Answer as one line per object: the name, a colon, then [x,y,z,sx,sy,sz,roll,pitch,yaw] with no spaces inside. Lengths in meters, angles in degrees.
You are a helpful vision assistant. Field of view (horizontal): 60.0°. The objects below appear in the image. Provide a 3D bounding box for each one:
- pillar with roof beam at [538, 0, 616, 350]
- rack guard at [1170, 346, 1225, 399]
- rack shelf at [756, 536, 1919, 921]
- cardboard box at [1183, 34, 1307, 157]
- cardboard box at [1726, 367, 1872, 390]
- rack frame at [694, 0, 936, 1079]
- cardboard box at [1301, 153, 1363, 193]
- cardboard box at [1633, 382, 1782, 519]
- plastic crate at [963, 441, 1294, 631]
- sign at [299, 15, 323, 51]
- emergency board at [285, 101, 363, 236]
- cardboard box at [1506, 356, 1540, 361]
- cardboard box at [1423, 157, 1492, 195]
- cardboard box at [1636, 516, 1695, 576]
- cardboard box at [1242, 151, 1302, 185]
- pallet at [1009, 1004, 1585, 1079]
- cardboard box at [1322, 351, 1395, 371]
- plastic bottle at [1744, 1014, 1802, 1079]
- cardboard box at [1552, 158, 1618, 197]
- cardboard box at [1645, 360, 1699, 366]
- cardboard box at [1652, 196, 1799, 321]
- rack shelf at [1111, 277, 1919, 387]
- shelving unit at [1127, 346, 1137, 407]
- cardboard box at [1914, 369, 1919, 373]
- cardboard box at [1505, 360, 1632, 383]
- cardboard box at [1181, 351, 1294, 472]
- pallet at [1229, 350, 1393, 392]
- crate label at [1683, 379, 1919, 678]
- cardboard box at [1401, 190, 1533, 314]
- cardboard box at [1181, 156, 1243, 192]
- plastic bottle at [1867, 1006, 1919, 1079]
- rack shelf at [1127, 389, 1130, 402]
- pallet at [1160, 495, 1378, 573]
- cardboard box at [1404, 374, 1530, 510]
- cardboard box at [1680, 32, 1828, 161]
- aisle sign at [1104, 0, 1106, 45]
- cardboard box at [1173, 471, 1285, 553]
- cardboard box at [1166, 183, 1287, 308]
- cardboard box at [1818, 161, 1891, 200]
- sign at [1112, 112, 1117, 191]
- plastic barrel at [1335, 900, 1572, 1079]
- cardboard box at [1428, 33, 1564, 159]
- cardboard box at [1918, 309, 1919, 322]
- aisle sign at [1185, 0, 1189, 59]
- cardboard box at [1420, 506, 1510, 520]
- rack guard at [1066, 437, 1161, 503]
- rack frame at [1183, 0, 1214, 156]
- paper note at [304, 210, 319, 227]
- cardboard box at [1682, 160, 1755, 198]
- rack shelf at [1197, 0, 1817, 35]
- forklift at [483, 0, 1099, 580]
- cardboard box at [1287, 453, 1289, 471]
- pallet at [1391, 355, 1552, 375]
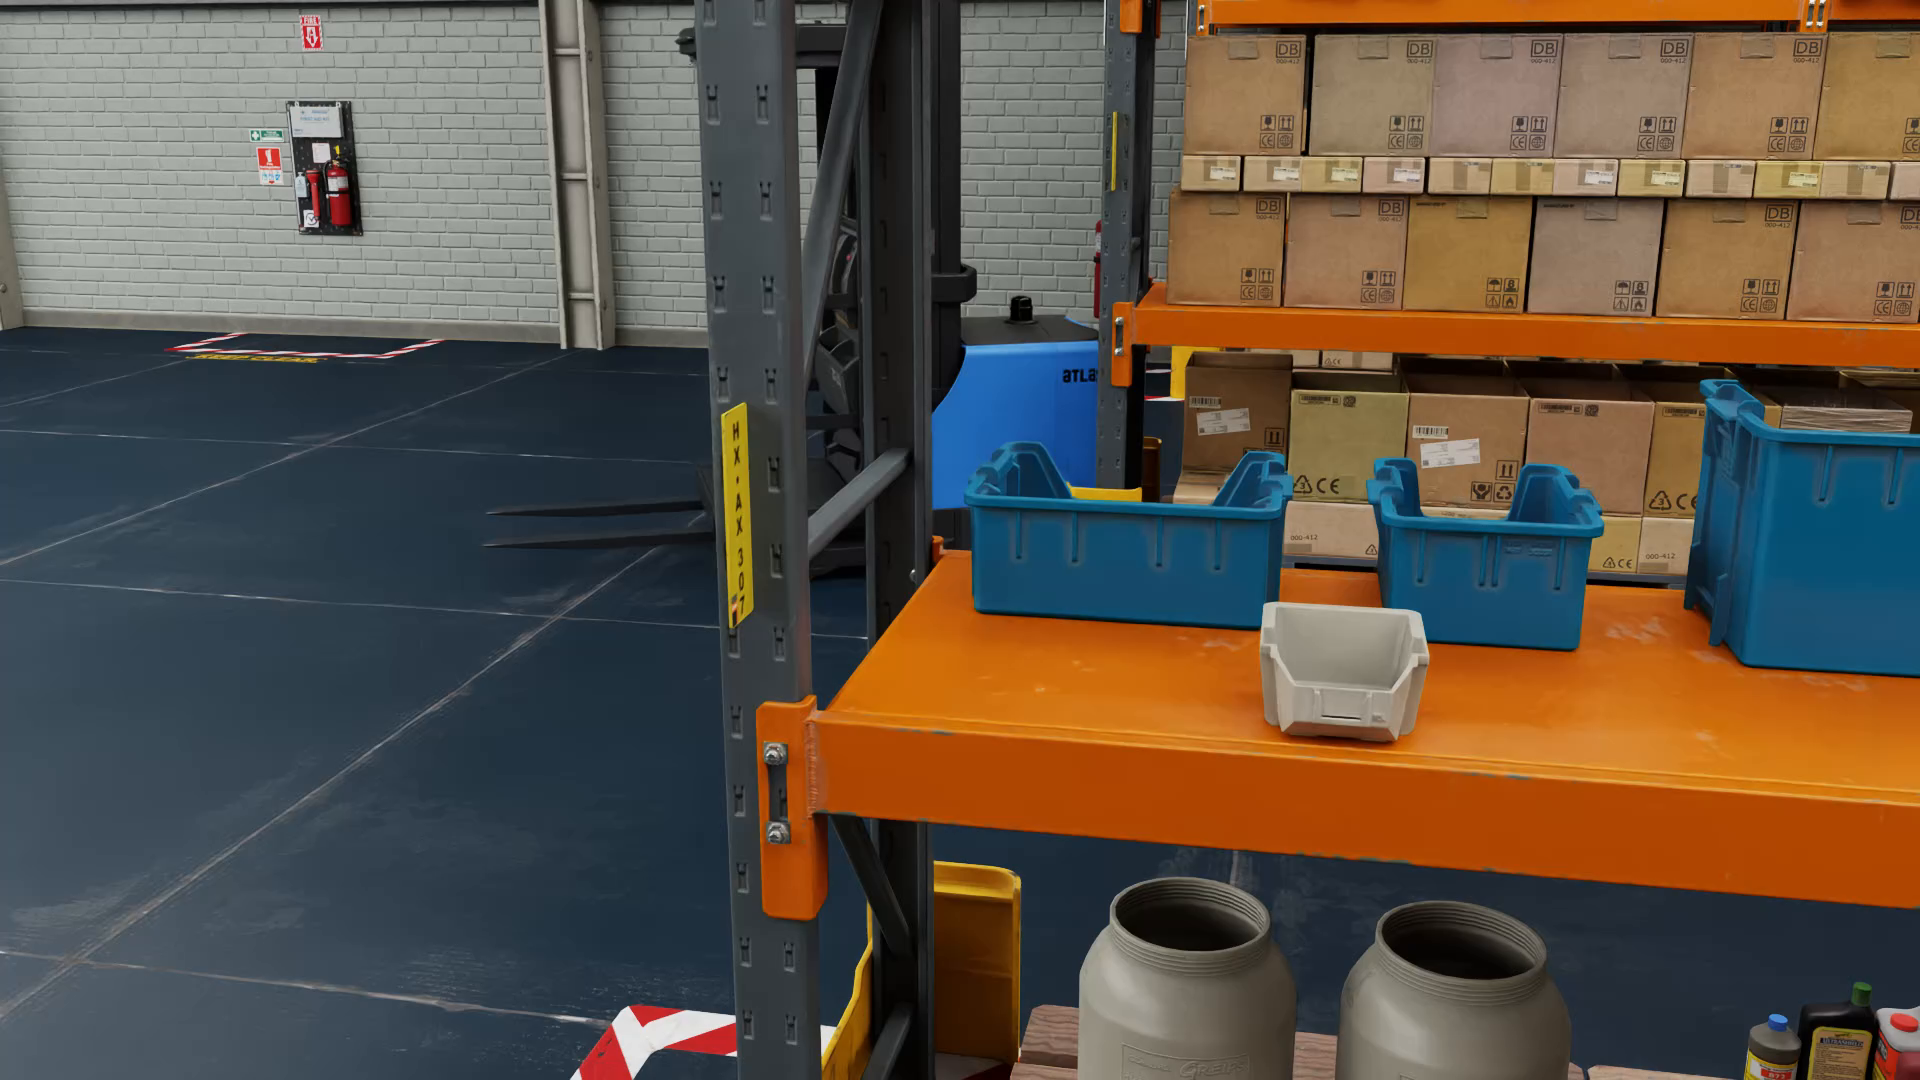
pillar with roof beam: [-4.123,-4.912,9.366,0.400,9.000,9.100,3,16,11]
rack guard: [1.831,-1.430,12.717,0.348,0.500,1.175,3,16,11]
rack shelf: [1.742,0.406,2.754,4.000,0.370,1.077,3,16,11]
cardboard box: [1.280,-1.985,7.420,0.500,0.500,0.700,3,16,11]
cardboard box: [3.809,-0.499,7.635,0.500,0.500,0.500,3,16,11]
rack frame: [-0.218,-0.047,3.042,0.127,3.000,1.000,3,16,11]
cardboard box: [1.618,-1.599,7.243,0.250,0.149,0.380,3,16,11]
cardboard box: [3.216,-0.391,7.244,0.500,0.500,0.500,3,16,11]
plastic crate: [0.332,-0.027,3.248,0.616,0.251,0.499,3,16,11]
sign: [-5.667,-4.432,14.529,0.199,0.298,0.001,3,16,11]
emergency board: [-5.679,-3.288,14.743,0.643,1.169,0.194,3,16,11]
cardboard box: [4.113,-1.354,12.277,0.250,0.149,0.380,2,16,7]
cardboard box: [2.126,-1.571,7.143,0.250,0.149,0.380,3,16,9]
cardboard box: [3.214,-0.026,7.332,0.500,0.250,0.500,3,16,11]
cardboard box: [1.442,-1.719,7.676,0.250,0.149,0.380,4,16,12]
pallet: [0.661,1.333,3.283,1.213,0.211,1.003,3,16,11]
cardboard box: [2.975,-1.464,12.371,0.500,0.311,0.500,4,16,16]
plastic bottle: [1.669,1.073,3.418,0.097,0.201,0.097,0,15,0]
cardboard box: [2.620,-1.544,7.044,0.250,0.149,0.380,3,16,12]
cardboard box: [5.146,-1.293,12.023,0.250,0.166,0.380,1,16,4]
cardboard box: [3.247,-1.254,7.212,0.500,0.500,0.700,3,16,12]
rack shelf: [2.733,-0.889,7.431,4.000,0.370,1.077,3,16,11]
shelving unit: [0.695,-0.524,8.318,0.210,0.900,0.258,9,16,0]
cardboard box: [6.917,-1.384,11.727,0.500,0.500,0.700,3,16,10]
cardboard box: [2.830,-0.554,7.832,0.500,0.500,0.500,3,16,11]
cardboard box: [1.358,-0.630,8.108,0.500,0.500,0.500,3,16,11]
pallet: [2.620,-1.238,12.566,1.213,0.211,1.003,3,16,11]
crate label: [1.640,-0.037,2.939,0.616,0.435,0.502,3,16,11]
cardboard box: [2.229,-1.308,7.407,0.500,0.500,0.700,3,16,11]
cardboard box: [1.114,-1.626,7.340,0.250,0.149,0.380,3,16,11]
plastic bottle: [1.911,1.057,3.334,0.135,0.276,0.152,3,16,12]
rack shelf: [0.730,-0.749,8.252,0.200,0.077,0.258,9,16,0]
pallet: [1.530,0.031,7.984,1.213,0.211,1.003,3,16,11]
cardboard box: [2.237,-0.445,7.439,0.500,0.500,0.500,3,16,11]
cardboard box: [3.270,-1.878,7.036,0.500,0.500,0.700,3,16,11]
aisle sign: [0.647,-2.518,7.095,0.004,0.787,0.394,3,16,11]
cardboard box: [1.254,-0.133,7.717,0.500,0.250,0.500,3,16,11]
cardboard box: [1.228,-1.362,7.604,0.500,0.500,0.700,3,16,11]
cardboard box: [3.627,-1.489,6.847,0.250,0.149,0.380,3,16,11]
sign: [0.656,-1.653,7.070,0.005,0.325,0.100,3,16,11]
plastic barrel: [0.933,0.992,3.167,0.421,0.512,0.421,0,15,0]
cardboard box: [2.290,-1.932,7.228,0.500,0.500,0.700,3,16,11]
cardboard box: [4.256,-1.200,7.017,0.500,0.500,0.700,3,16,10]
aisle sign: [1.626,-3.817,11.781,0.004,0.787,0.394,3,16,11]
cardboard box: [2.235,-0.080,7.528,0.500,0.250,0.500,3,16,11]
rack guard: [0.749,-0.139,8.057,0.348,0.500,1.175,3,16,11]
rack frame: [1.756,-2.638,12.398,0.127,3.000,1.000,3,16,11]
paper note: [-5.839,-2.891,14.960,0.142,0.148,0.016,3,16,11]
cardboard box: [3.139,-1.517,6.946,0.250,0.149,0.380,4,16,13]
rack shelf: [3.716,-3.631,11.709,4.000,0.370,1.077,3,16,11]
forklift: [-0.781,-1.355,7.894,3.031,2.935,1.130,-4,16,-13]
cardboard box: [1.850,-0.245,8.121,0.500,0.250,0.500,3,16,11]
pallet: [3.812,-1.173,12.330,1.213,0.211,1.003,3,16,11]
